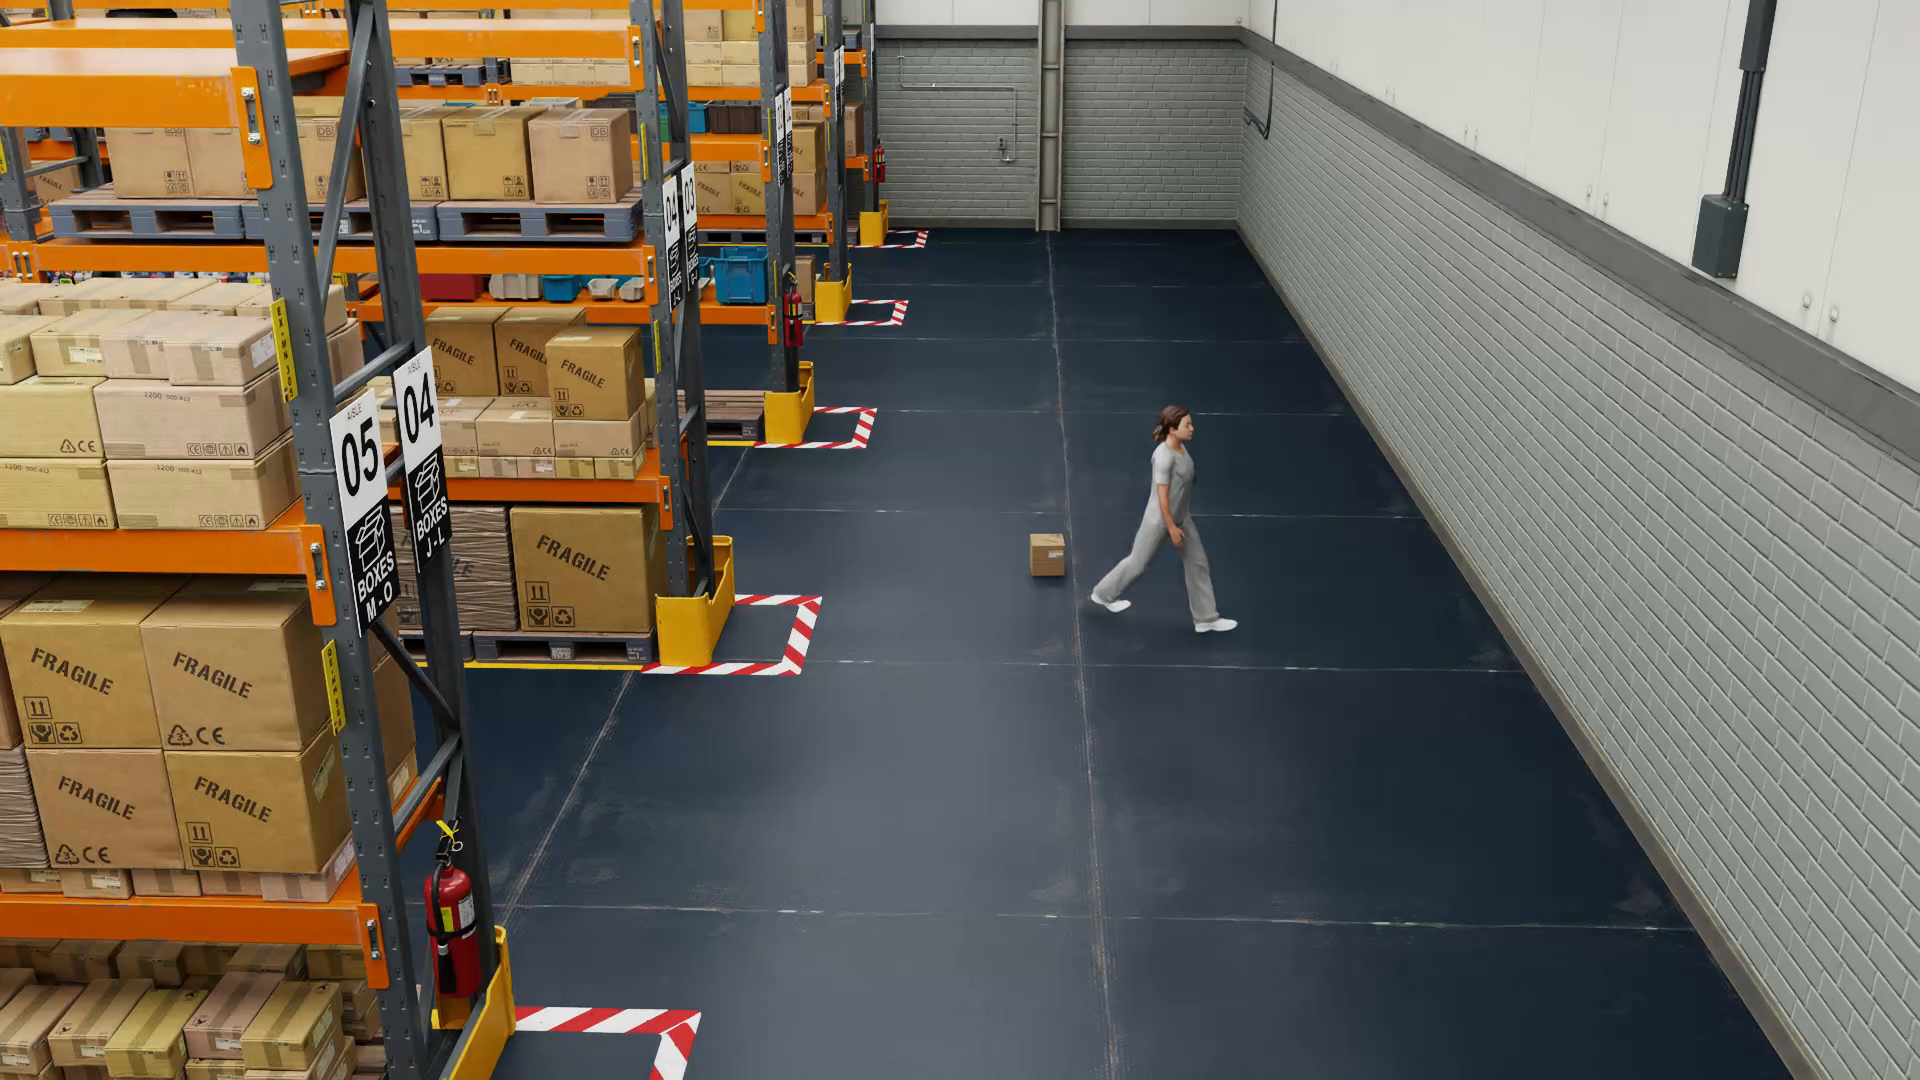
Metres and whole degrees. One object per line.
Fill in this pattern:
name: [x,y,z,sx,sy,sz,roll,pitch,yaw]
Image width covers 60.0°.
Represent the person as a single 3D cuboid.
person: [1.431,-0.154,11.521,1.076,1.617,0.442,12,24,29]
